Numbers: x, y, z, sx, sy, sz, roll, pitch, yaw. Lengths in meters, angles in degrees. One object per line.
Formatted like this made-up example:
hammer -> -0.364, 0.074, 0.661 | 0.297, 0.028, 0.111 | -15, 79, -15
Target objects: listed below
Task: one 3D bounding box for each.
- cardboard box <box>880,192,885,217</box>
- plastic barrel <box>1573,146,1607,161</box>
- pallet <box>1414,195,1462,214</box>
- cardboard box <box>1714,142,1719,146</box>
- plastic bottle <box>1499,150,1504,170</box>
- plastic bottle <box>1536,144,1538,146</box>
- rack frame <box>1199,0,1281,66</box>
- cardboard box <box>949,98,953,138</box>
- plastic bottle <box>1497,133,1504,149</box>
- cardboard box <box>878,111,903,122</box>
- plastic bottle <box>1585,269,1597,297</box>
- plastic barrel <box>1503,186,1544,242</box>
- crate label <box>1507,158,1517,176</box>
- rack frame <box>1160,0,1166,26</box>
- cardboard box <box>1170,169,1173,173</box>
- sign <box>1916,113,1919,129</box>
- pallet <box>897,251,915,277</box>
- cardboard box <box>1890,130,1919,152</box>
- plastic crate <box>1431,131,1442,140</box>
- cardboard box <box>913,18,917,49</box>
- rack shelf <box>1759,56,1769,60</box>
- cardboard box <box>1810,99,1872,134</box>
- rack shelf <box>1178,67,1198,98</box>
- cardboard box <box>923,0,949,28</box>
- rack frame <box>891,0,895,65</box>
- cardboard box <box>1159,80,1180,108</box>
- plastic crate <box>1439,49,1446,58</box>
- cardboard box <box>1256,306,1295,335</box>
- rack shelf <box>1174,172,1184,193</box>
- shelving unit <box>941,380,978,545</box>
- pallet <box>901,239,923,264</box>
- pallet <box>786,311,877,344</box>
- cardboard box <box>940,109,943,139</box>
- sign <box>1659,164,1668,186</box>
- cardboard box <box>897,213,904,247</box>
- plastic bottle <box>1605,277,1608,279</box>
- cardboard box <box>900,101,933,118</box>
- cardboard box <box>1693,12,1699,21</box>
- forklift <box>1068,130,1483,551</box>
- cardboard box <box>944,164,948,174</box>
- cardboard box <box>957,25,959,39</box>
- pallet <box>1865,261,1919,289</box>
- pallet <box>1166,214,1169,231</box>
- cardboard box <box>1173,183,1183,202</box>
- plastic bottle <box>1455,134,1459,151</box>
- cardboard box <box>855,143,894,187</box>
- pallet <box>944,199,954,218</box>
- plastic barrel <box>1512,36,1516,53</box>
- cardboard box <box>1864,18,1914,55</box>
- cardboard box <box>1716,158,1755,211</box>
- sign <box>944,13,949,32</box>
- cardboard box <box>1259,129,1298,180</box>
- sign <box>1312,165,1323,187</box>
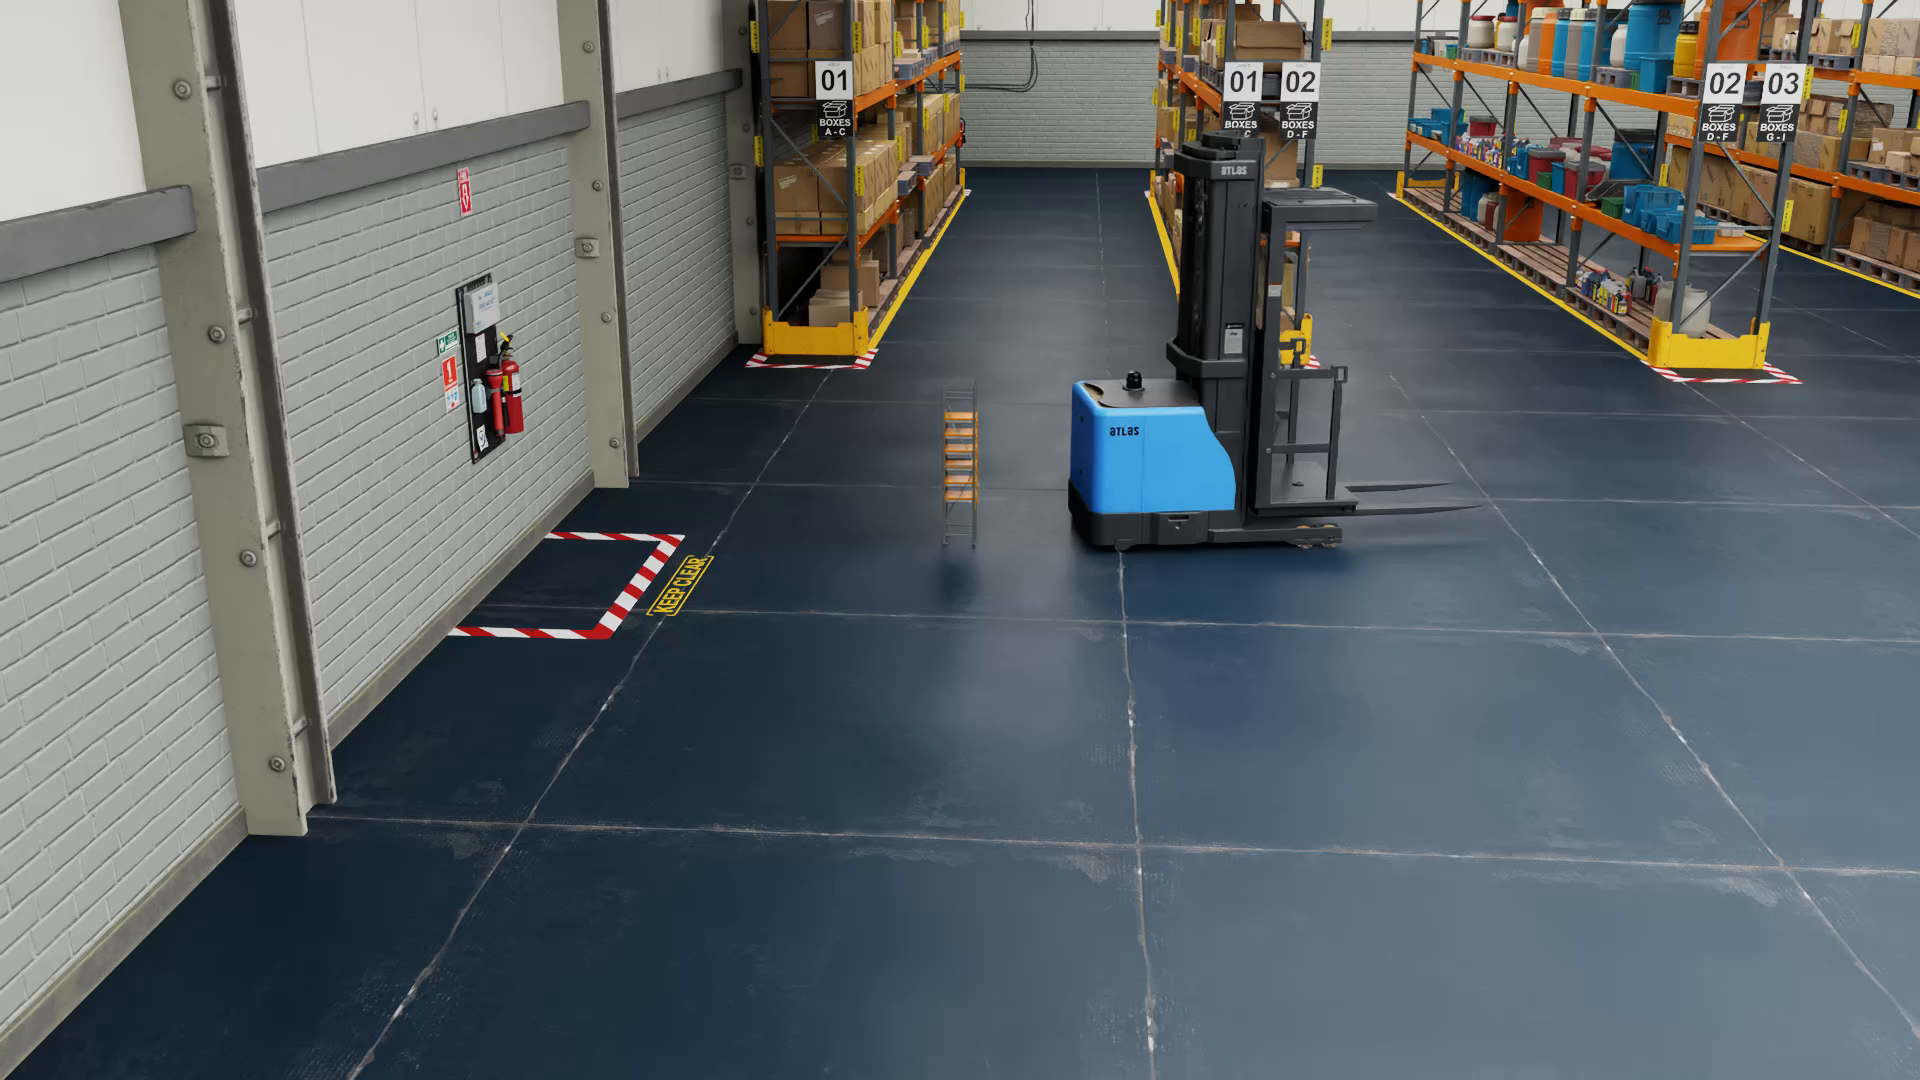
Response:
cardboard box -> -1.192, -4.107, 20.348 | 0.500, 0.250, 0.500 | 1, 18, 4
plastic barrel -> 8.892, -5.288, 23.525 | 0.433, 0.535, 0.433 | 0, 18, 0
pallet -> 9.193, -6.337, 31.425 | 1.003, 0.211, 1.213 | 1, 18, 4
cardboard box -> 13.785, -7.165, 29.875 | 0.380, 0.149, 0.250 | 2, 18, 5
plastic bottle -> 8.411, -5.891, 25.771 | 0.061, 0.283, 0.133 | 1, 18, 4
plastic bottle -> 9.290, -6.241, 26.838 | 0.061, 0.283, 0.133 | 1, 18, 4
rack frame -> 3.581, -7.531, 20.956 | 1.000, 3.000, 0.127 | 1, 18, 4
cardboard box -> -0.632, -8.038, 31.655 | 0.980, 0.700, 0.700 | 0, 18, 1
plastic bottle -> 9.211, -6.740, 28.255 | 0.144, 0.351, 0.185 | 1, 18, 4
cardboard box -> -1.069, -6.489, 25.501 | 0.380, 0.149, 0.250 | -1, 18, -3
plastic bottle -> 8.049, -3.278, 21.156 | 0.144, 0.351, 0.185 | 2, 18, 5
plastic barrel -> 8.826, -5.132, 26.077 | 0.600, 0.830, 0.708 | 1, 18, 4
crate label -> 8.404, -5.609, 24.992 | 0.303, 0.233, 0.416 | 1, 18, 4
rack frame -> 4.441, -11.258, 32.330 | 1.000, 3.000, 0.127 | 1, 18, 4
cardboard box -> 4.284, -6.771, 31.574 | 0.797, 0.503, 0.637 | 1, 18, 4
sign -> 14.290, -6.204, 24.807 | 0.100, 0.325, 0.005 | 1, 18, 4
pallet -> -1.221, -4.086, 24.555 | 1.003, 0.211, 1.213 | 1, 18, 4
cardboard box -> 13.809, -5.603, 23.871 | 0.700, 0.500, 0.500 | 4, 19, 12
plastic crate -> 8.919, -7.504, 30.834 | 0.293, 0.136, 0.466 | 1, 18, 4
cardboard box -> -1.058, -8.203, 26.957 | 0.700, 0.500, 0.500 | 2, 18, 7
rack shelf -> 14.178, -8.647, 30.335 | 1.077, 0.370, 4.000 | 1, 18, 4
cardboard box -> 13.866, -6.654, 26.140 | 0.797, 0.503, 0.637 | 2, 18, 5
rack shelf -> 3.724, -6.385, 23.430 | 1.077, 0.370, 4.000 | 1, 18, 4
cardboard box -> -0.456, -9.447, 29.822 | 0.500, 0.500, 0.500 | 1, 18, 3
rack frame -> -1.361, -7.641, 21.289 | 1.000, 3.000, 0.127 | 1, 18, 4
cardboard box -> 4.116, -8.636, 32.194 | 0.500, 0.500, 0.500 | 1, 18, 4
plastic crate -> 8.806, -8.757, 29.937 | 0.293, 0.136, 0.466 | 1, 18, 4
cardboard box -> 3.554, -2.493, 18.954 | 0.500, 0.250, 0.500 | 1, 18, 4
rack shelf -> 3.724, -4.960, 23.897 | 1.077, 0.370, 4.000 | 1, 18, 4
shelving unit -> -0.001, -0.566, 12.222 | 0.258, 1.200, 0.189 | 1, 18, 4
pallet -> -1.131, -4.464, 25.709 | 1.003, 0.211, 1.213 | 1, 18, 4
pallet -> -1.548, -2.498, 19.706 | 1.003, 0.211, 1.213 | 1, 18, 4
cardboard box -> -0.569, -7.324, 29.287 | 0.500, 0.500, 0.500 | 1, 18, 3
sign -> 9.069, -4.685, 21.458 | 0.100, 0.325, 0.005 | 1, 18, 4
cardboard box -> -1.226, -4.671, 25.169 | 0.700, 0.500, 0.500 | 1, 18, 4
plastic bottle -> 8.159, -3.192, 21.023 | 0.097, 0.271, 0.097 | 0, 18, 0
cardboard box -> -0.714, -7.044, 27.230 | 0.500, 0.250, 0.500 | 1, 18, 4
cardboard box -> 14.338, -9.742, 31.525 | 0.700, 0.500, 0.500 | 0, 18, 1
forklift -> 2.392, -1.493, 12.273 | 3.031, 2.935, 1.130 | -2, 18, -6
cardboard box -> -0.425, -6.927, 31.043 | 0.380, 0.149, 0.250 | 2, 18, 6
cardboard box -> -0.288, -9.885, 32.361 | 0.500, 0.250, 0.500 | 2, 18, 6
pallet -> 13.600, -3.755, 23.543 | 1.003, 0.211, 1.213 | 1, 18, 4
pallet -> 4.134, -5.586, 29.133 | 1.003, 0.211, 1.213 | 1, 18, 4
cardboard box -> 3.700, -5.614, 26.841 | 0.500, 0.250, 0.500 | 2, 18, 6
plastic bottle -> 8.643, -6.894, 28.831 | 0.061, 0.283, 0.133 | 1, 18, 4
cardboard box -> -1.116, -4.776, 21.184 | 0.500, 0.500, 0.500 | 1, 18, 4
pallet -> -0.655, -6.184, 30.956 | 1.003, 0.211, 1.213 | 1, 18, 4
plastic barrel -> 8.738, -7.707, 25.855 | 0.301, 0.262, 0.301 | 0, 18, 0
cardboard box -> 13.458, -7.271, 24.014 | 0.500, 0.500, 0.500 | 1, 18, 4
cardboard box -> 14.162, -6.336, 29.680 | 0.875, 0.875, 0.875 | 1, 18, 4
sign -> -0.245, -9.086, 29.182 | 0.100, 0.325, 0.005 | 1, 18, 4
cardboard box -> 3.344, -4.263, 18.373 | 0.700, 0.500, 0.500 | 1, 18, 4
sign -> 3.847, -3.873, 17.908 | 0.100, 0.325, 0.005 | 1, 18, 4
